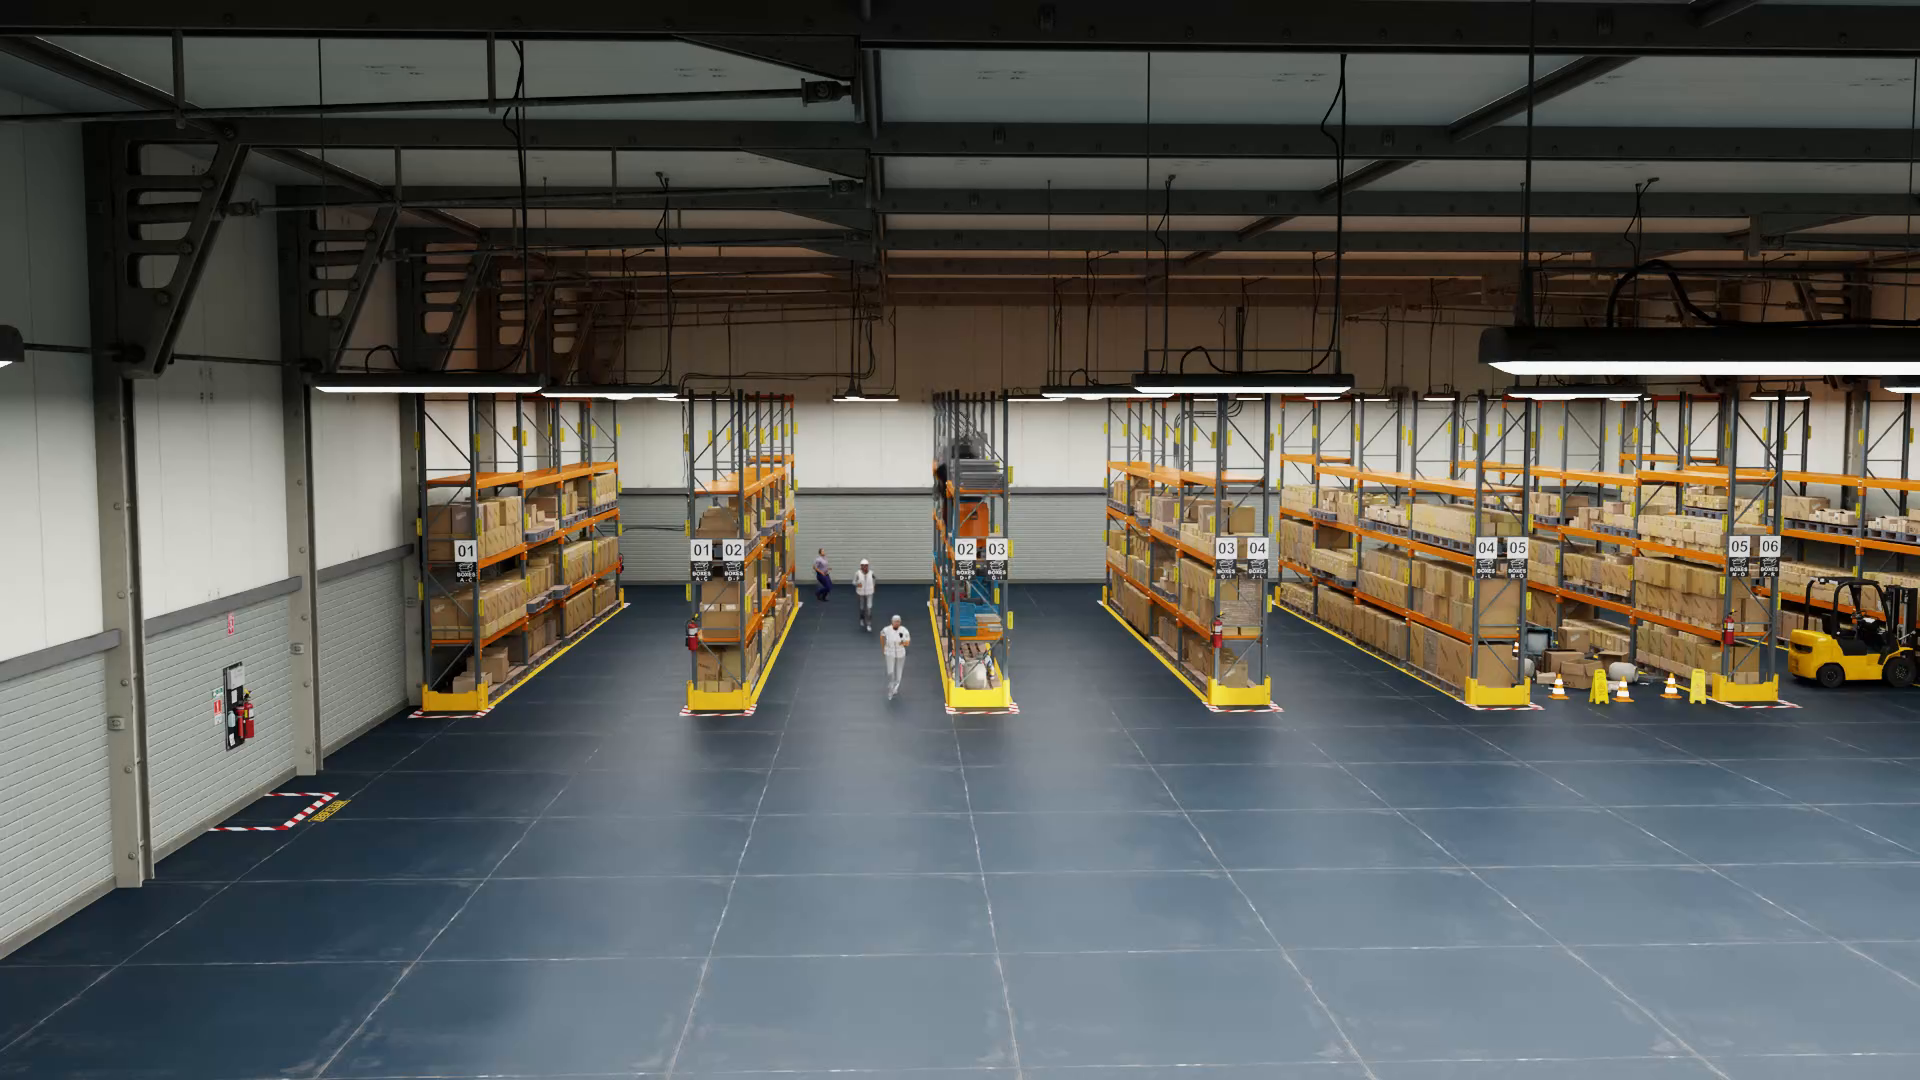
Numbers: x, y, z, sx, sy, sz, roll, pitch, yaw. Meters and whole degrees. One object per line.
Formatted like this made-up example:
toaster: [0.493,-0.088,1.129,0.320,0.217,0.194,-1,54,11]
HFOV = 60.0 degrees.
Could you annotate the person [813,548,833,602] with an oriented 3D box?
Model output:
person: [-3.962,1.025,48.140,0.518,1.561,0.606,1,5,14]

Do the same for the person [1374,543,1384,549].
person: [12.280,0.911,48.970,0.558,1.657,0.574,-1,5,-8]

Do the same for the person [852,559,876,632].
person: [-2.433,1.381,42.307,0.610,1.805,0.889,0,5,-4]

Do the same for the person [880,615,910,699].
person: [-1.261,2.265,32.366,0.552,1.638,0.817,-1,5,-10]
